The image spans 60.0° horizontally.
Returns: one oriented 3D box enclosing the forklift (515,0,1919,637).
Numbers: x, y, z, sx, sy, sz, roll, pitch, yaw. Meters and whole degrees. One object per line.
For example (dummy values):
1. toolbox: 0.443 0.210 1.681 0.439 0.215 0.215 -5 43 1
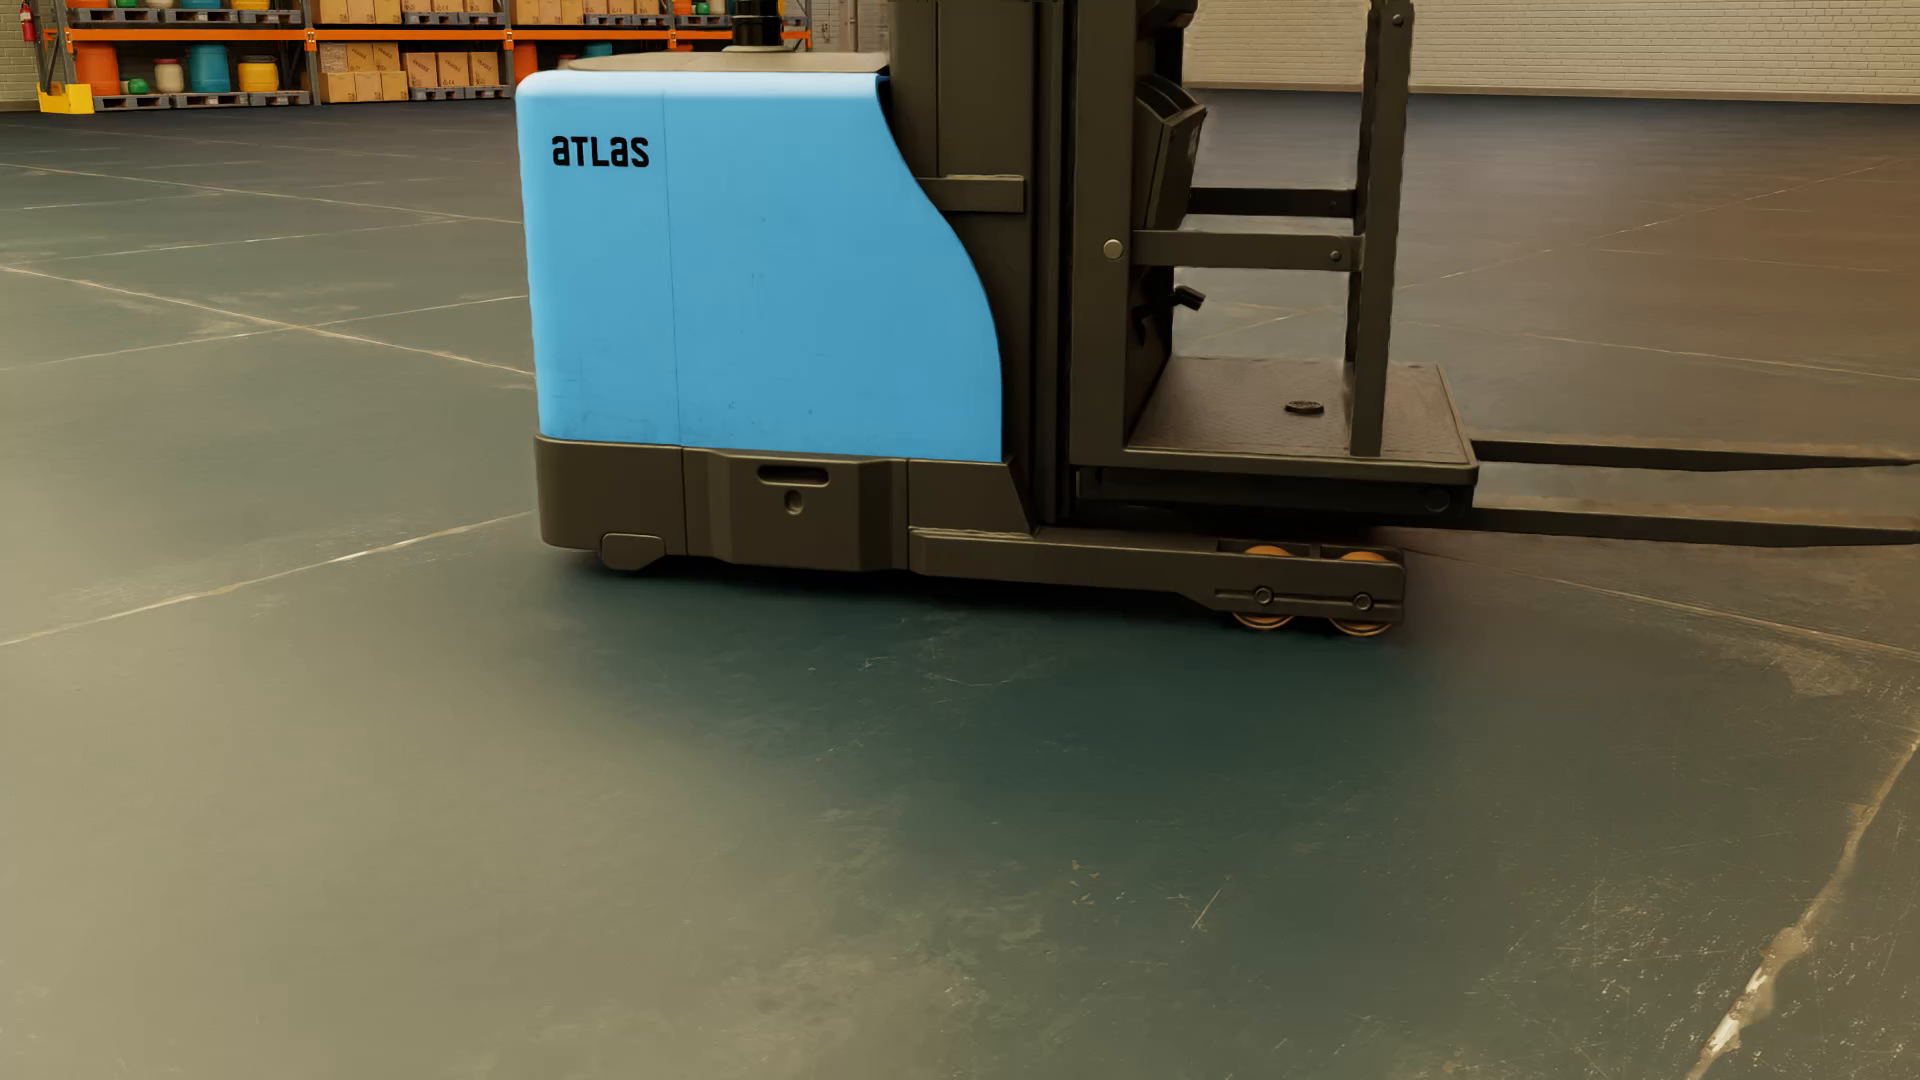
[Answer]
1. forklift: 0.633 -1.379 3.440 3.031 2.935 1.130 4 17 11
